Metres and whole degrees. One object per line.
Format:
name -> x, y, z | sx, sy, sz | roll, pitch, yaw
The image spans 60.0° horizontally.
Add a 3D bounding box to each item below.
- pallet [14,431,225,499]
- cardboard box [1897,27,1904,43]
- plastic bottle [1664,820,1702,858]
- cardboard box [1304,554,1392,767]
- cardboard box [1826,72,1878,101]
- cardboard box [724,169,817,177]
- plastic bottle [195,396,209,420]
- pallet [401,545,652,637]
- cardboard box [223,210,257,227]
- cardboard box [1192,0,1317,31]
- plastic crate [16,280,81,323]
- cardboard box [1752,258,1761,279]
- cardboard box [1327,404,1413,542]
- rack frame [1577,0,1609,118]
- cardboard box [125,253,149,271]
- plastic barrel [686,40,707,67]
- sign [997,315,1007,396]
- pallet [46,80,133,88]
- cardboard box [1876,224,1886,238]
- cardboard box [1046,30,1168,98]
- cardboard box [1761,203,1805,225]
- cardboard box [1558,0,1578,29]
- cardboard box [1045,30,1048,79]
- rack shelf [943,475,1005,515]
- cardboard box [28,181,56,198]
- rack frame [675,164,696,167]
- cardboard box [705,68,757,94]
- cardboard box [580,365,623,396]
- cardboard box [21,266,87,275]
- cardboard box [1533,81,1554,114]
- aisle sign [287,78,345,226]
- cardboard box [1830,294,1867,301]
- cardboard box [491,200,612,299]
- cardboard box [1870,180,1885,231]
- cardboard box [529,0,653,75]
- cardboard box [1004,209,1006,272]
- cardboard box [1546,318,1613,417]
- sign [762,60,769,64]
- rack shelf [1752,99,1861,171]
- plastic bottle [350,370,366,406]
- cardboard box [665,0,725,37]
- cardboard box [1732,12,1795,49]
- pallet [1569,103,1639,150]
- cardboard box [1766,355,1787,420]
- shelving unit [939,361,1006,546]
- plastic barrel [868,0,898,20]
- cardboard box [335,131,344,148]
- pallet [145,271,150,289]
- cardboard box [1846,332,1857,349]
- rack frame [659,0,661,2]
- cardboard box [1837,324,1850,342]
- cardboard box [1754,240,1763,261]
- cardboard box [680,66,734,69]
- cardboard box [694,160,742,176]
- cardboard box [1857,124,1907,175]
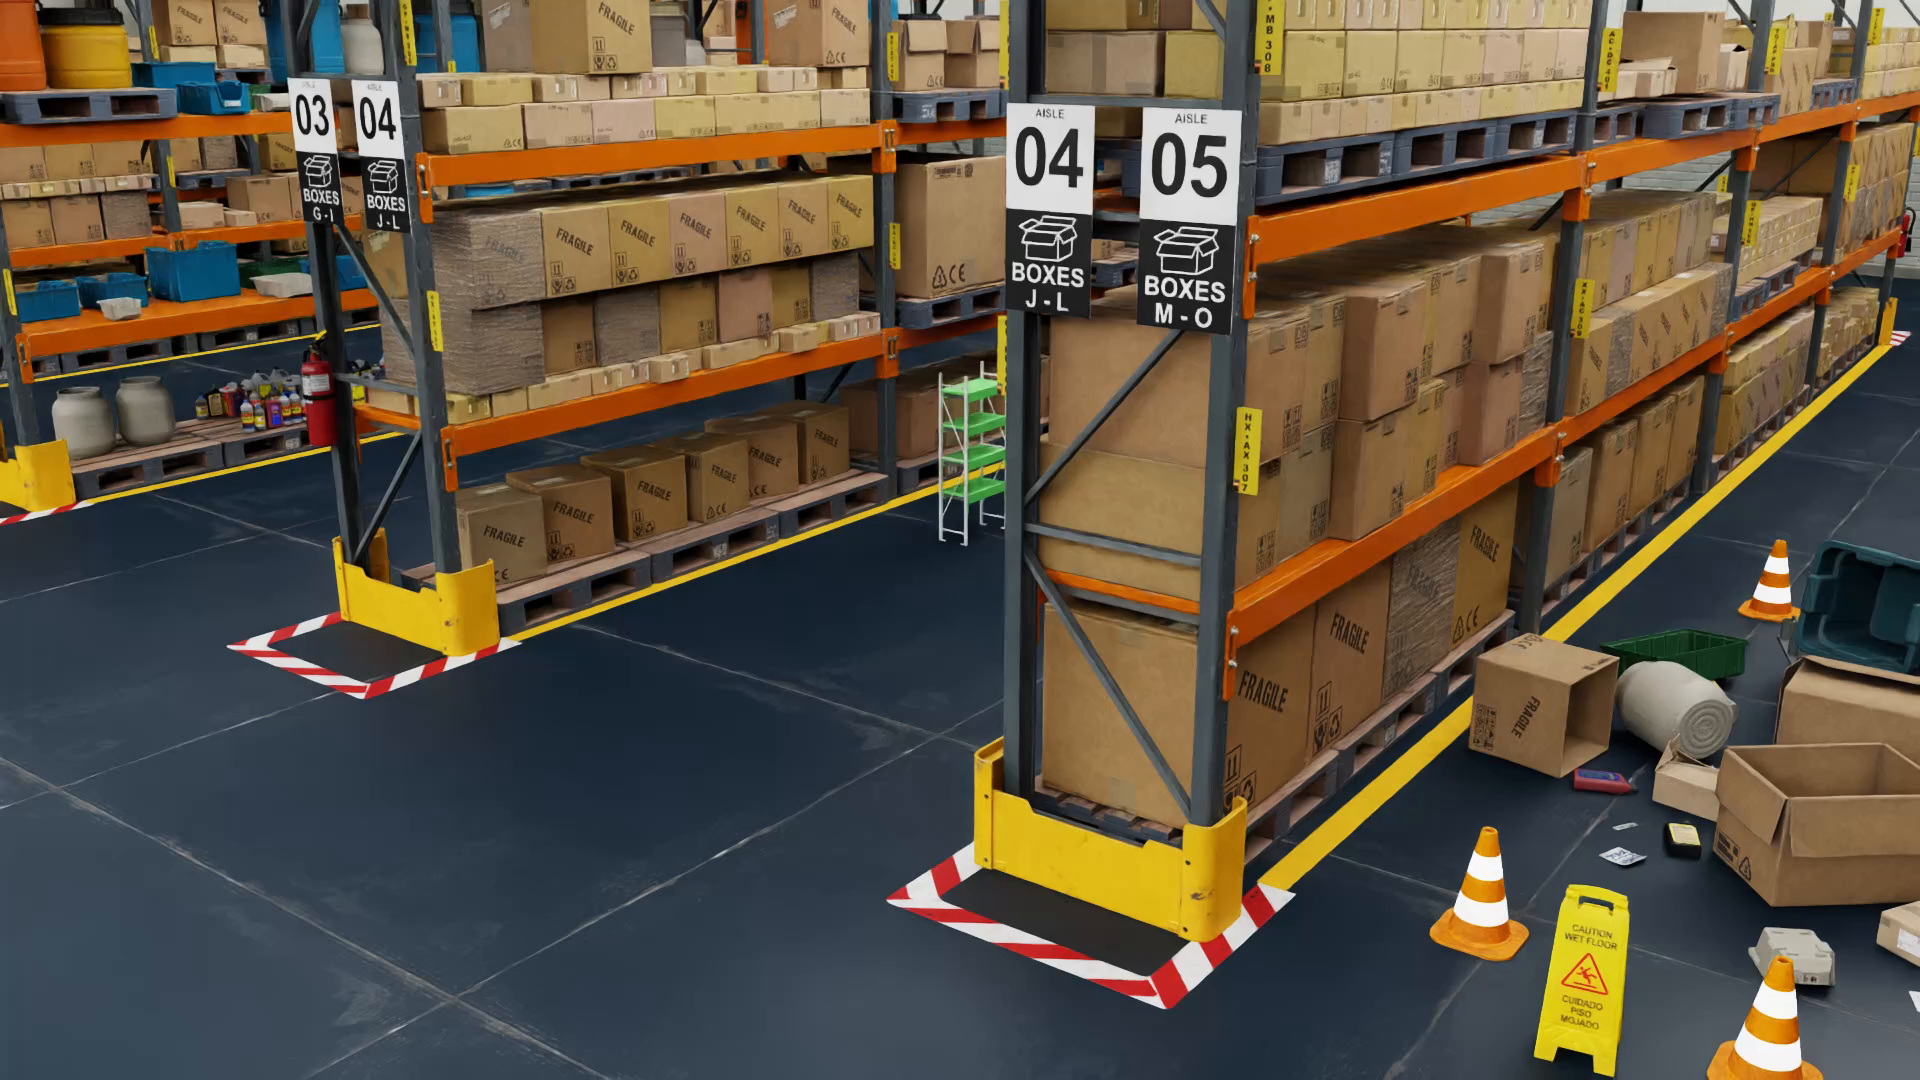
pallet -> -6.784, -0.640, 13.449 | 1.003, 0.211, 1.213 | 12, 21, 35
cardboard box -> 9.258, -5.084, 16.738 | 0.380, 0.149, 0.250 | 12, 21, 33
plastic bottle -> 3.209, 1.318, 7.395 | 0.133, 0.061, 0.283 | 5, 18, 16
cardboard box -> 1.495, 0.454, 8.098 | 0.875, 0.875, 0.875 | 12, 21, 34
cardboard box -> 8.259, -4.260, 15.598 | 0.500, 0.250, 0.500 | 14, 22, 37
cardboard box -> -1.391, -2.435, 12.172 | 0.500, 0.500, 0.500 | 12, 21, 35
plastic bottle -> -6.538, -1.141, 14.338 | 0.097, 0.201, 0.097 | 0, 17, 0
pallet -> -2.744, 0.249, 10.586 | 1.003, 0.211, 1.213 | 12, 21, 35
cardboard box -> -8.180, -3.637, 18.820 | 0.380, 0.149, 0.250 | 12, 21, 35
cardboard box -> 1.076, -1.942, 6.084 | 0.380, 0.149, 0.250 | 13, 21, 35
plastic crate -> -7.222, -1.854, 12.906 | 0.499, 0.251, 0.616 | 12, 21, 35
cardboard box -> 6.296, -2.227, 13.572 | 0.380, 0.149, 0.250 | 14, 22, 37
cardboard box -> 1.551, -0.391, 7.692 | 0.875, 0.550, 0.550 | 12, 21, 35
rack frame -> 3.004, -3.795, 8.790 | 1.000, 3.000, 0.127 | 12, 21, 35
cardboard box -> -11.530, -4.019, 23.101 | 0.700, 0.500, 0.500 | 12, 21, 34
plastic barrel -> -2.944, -5.124, 17.940 | 0.421, 0.512, 0.421 | 0, 17, 0
sign -> 0.194, -0.742, 6.724 | 0.100, 0.325, 0.005 | 12, 21, 35
pallet -> -9.360, -4.764, 17.119 | 1.003, 0.211, 1.213 | 12, 21, 35
cardboard box -> 9.738, -3.360, 17.930 | 0.380, 0.149, 0.250 | 13, 22, 36
cardboard box -> 0.688, -1.894, 6.602 | 0.500, 0.250, 0.500 | 13, 21, 35
cardboard box -> 7.218, -2.882, 14.678 | 0.380, 0.149, 0.250 | 12, 21, 35
cardboard box -> 2.892, -2.668, 8.421 | 0.380, 0.149, 0.250 | 12, 21, 34
cardboard box -> 0.777, -4.105, 13.835 | 0.500, 0.500, 0.500 | 13, 21, 36
rack shelf -> 0.099, -0.322, 11.783 | 0.258, 0.148, 0.480 | 12, 21, 35
cardboard box -> -9.470, -3.594, 16.998 | 0.380, 0.149, 0.250 | 12, 21, 34
rack frame -> -4.106, -5.487, 24.355 | 1.000, 3.000, 0.127 | 12, 21, 35
cardboard box -> -1.550, -3.012, 10.907 | 0.380, 0.149, 0.250 | 13, 22, 37
cardboard box -> -2.328, -1.018, 10.387 | 0.380, 0.149, 0.250 | 12, 21, 35
cardboard box -> -9.692, -2.652, 17.888 | 0.500, 0.500, 0.500 | 12, 21, 35
cardboard box -> 2.741, -2.225, 8.341 | 0.380, 0.149, 0.250 | 13, 21, 35
aisle sign -> -3.580, -2.157, 9.249 | 0.394, 0.787, 0.004 | 12, 21, 35
cardboard box -> 9.589, -2.556, 18.012 | 0.380, 0.149, 0.250 | 11, 21, 33
cardboard box -> -2.452, -1.745, 9.951 | 0.500, 0.500, 0.500 | 12, 21, 35
cardboard box -> 9.183, -3.464, 17.170 | 0.500, 0.500, 0.500 | 14, 22, 37
cardboard box -> -2.201, -3.044, 9.919 | 0.500, 0.500, 0.500 | 12, 21, 34
cardboard box -> 0.040, -2.509, 13.884 | 0.797, 0.503, 0.637 | 15, 23, 40
cardboard box -> 3.534, -1.055, 9.915 | 0.500, 0.500, 0.500 | 13, 21, 35
sign -> -2.067, -4.945, 17.729 | 0.100, 0.325, 0.005 | 12, 21, 35
rack shelf -> 6.579, -3.448, 13.943 | 1.077, 0.370, 4.000 | 12, 21, 35
plastic bottle -> -5.356, -1.324, 14.673 | 0.144, 0.351, 0.185 | 12, 21, 34
cardboard box -> -3.847, -7.567, 24.142 | 0.700, 0.500, 0.500 | 12, 21, 35
cardboard box -> 6.157, -3.899, 12.723 | 0.396, 0.266, 0.258 | 12, 21, 35
pallet -> 3.511, -2.498, 9.994 | 0.805, 0.209, 1.217 | 11, 21, 33
cardboard box -> 6.917, -1.378, 14.629 | 0.500, 0.500, 0.500 | 12, 21, 34
shelving unit -> 0.099, -0.612, 11.693 | 0.258, 1.200, 0.503 | 12, 21, 35
plastic barrel -> -1.024, -6.050, 19.556 | 0.600, 0.901, 0.708 | 12, 21, 35
cardboard box -> -9.359, -5.920, 25.045 | 0.500, 0.500, 0.500 | 12, 21, 34
pallet -> -11.664, -3.602, 22.986 | 1.003, 0.211, 1.213 | 12, 21, 35
cardboard box -> 9.293, -2.143, 17.687 | 0.380, 0.149, 0.250 | 13, 21, 36
rack frame -> -5.703, -10.179, 29.349 | 1.000, 3.000, 0.127 | 12, 21, 35
cardboard box -> 8.986, -2.161, 17.241 | 0.380, 0.149, 0.250 | 12, 21, 34
cardboard box -> 6.303, -2.374, 13.544 | 0.380, 0.149, 0.250 | 13, 21, 35
cardboard box -> -1.754, -3.156, 11.372 | 0.380, 0.149, 0.250 | 13, 22, 36
cardboard box -> -3.583, -5.608, 24.576 | 0.500, 0.500, 0.500 | 13, 22, 36
cardboard box -> 9.780, -4.181, 17.795 | 0.500, 0.500, 0.500 | 12, 21, 33
